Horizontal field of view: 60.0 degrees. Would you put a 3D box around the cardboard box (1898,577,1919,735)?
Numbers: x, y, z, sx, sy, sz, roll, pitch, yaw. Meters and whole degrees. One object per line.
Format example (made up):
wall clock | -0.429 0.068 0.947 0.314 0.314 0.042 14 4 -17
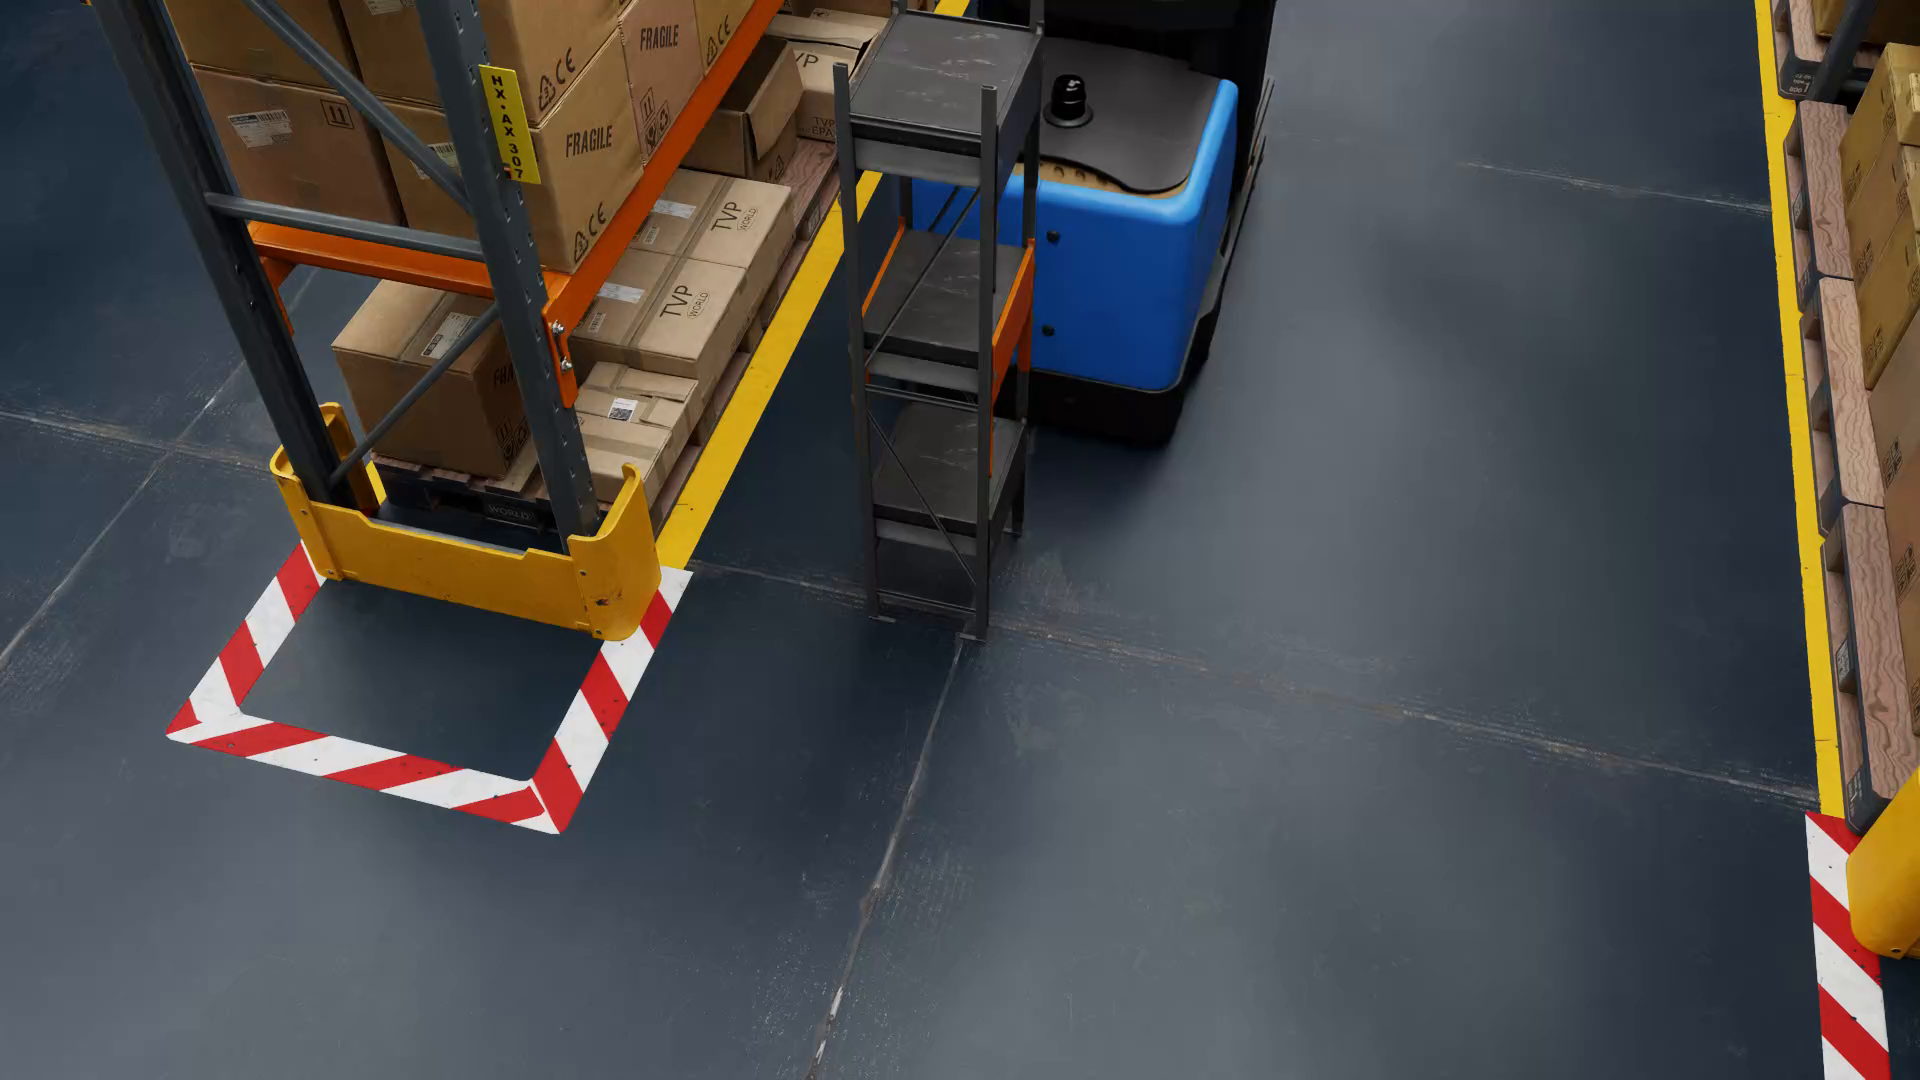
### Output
cardboard box | 3.243 0.305 4.868 0.700 0.500 0.500 12 50 10

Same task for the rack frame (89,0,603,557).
rack frame | -1.625 -0.832 4.484 1.000 3.000 0.127 12 50 10

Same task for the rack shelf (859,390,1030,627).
rack shelf | -0.044 -0.103 5.392 0.431 0.518 0.480 12 50 10

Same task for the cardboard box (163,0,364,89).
cardboard box | -1.773 -1.573 4.404 0.500 0.500 0.500 11 50 10

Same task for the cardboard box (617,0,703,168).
cardboard box | -1.123 -1.509 5.014 0.500 0.500 0.500 11 50 10

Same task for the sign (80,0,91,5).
sign | -2.155 -1.444 4.041 0.100 0.325 0.005 12 50 10

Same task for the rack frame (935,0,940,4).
rack frame | -0.572 -3.726 7.038 1.000 3.000 0.127 12 50 10

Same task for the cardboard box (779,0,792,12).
cardboard box | -0.892 -2.721 7.650 0.500 0.311 0.500 12 50 10

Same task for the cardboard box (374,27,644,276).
cardboard box | -1.254 -1.134 4.684 0.500 0.500 0.500 13 50 11

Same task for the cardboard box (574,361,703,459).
cardboard box | -1.118 -0.456 5.748 0.380 0.166 0.250 12 50 10

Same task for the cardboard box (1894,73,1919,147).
cardboard box | 3.646 -1.545 6.067 0.380 0.149 0.250 13 50 11

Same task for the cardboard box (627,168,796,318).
cardboard box | -0.945 -1.129 6.286 0.500 0.250 0.500 12 50 10

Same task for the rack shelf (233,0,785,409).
rack shelf | -1.099 -2.041 6.031 1.077 0.370 4.000 12 50 10

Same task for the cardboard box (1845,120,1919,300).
cardboard box | 3.776 -1.179 6.177 0.700 0.500 0.500 11 50 10

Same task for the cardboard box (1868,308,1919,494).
cardboard box | 3.506 -0.421 5.508 0.700 0.500 0.500 10 49 9

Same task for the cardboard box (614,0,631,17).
cardboard box | -1.124 -1.845 4.644 0.500 0.500 0.500 12 50 10

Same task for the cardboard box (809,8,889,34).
cardboard box | -0.490 -2.177 7.279 0.380 0.149 0.250 12 50 10

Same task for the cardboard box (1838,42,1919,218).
cardboard box | 3.912 -1.542 6.497 0.700 0.500 0.500 12 50 11

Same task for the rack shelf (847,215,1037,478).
rack shelf | -0.044 -0.566 4.867 0.431 0.518 0.480 12 50 10

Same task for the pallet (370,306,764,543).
pallet | -1.396 -0.541 6.087 1.003 0.211 1.213 12 50 10

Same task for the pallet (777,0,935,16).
pallet | -0.754 -2.306 7.645 1.003 0.211 1.213 12 50 10

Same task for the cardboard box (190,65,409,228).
cardboard box | -1.770 -1.243 4.780 0.500 0.500 0.500 13 50 11

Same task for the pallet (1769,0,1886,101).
pallet | 4.338 -2.401 7.728 1.003 0.211 1.213 12 50 10

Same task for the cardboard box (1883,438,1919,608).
cardboard box | 3.374 -0.057 5.187 0.700 0.500 0.500 11 50 10

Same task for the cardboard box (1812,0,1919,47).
cardboard box | 4.253 -2.674 7.263 0.750 0.750 0.750 12 50 10

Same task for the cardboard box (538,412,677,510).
cardboard box | -1.183 -0.270 5.595 0.380 0.149 0.250 12 50 10

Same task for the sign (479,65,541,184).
sign | -1.102 -1.012 4.065 0.100 0.325 0.005 12 50 10

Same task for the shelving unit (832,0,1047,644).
shelving unit | -0.044 -0.575 4.857 0.431 2.100 0.503 12 50 10

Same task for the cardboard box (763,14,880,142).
cardboard box | -0.646 -1.971 6.989 0.500 0.311 0.500 12 50 10

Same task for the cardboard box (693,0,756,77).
cardboard box | -0.988 -1.871 5.334 0.500 0.500 0.500 11 50 10

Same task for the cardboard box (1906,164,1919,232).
cardboard box | 3.508 -1.167 5.734 0.380 0.149 0.250 10 49 9

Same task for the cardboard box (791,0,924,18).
cardboard box | -0.449 -2.576 7.397 0.500 0.500 0.500 12 50 10

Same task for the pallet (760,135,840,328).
pallet | -1.073 -1.421 6.864 1.003 0.211 1.213 12 50 10

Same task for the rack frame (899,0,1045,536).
rack frame | 0.021 -0.752 5.013 0.400 2.100 0.015 12 50 10

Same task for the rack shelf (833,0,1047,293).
rack shelf | -0.044 -1.029 4.342 0.431 0.518 0.480 12 50 10

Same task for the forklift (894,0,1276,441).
forklift | 0.671 -2.456 5.963 1.130 2.935 3.031 12 50 11

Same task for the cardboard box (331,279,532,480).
cardboard box | -1.720 -0.593 5.646 0.500 0.500 0.500 12 50 10

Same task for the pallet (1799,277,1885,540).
pallet | 3.613 -0.408 5.970 1.003 0.211 1.213 12 50 10

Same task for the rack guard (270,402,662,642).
rack guard | -1.605 -0.060 5.470 1.175 0.500 0.348 12 50 10

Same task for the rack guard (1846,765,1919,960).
rack guard | 3.148 0.987 4.546 1.175 0.500 0.348 12 50 10

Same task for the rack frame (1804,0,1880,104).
rack frame | 4.208 -2.751 6.177 1.000 3.000 0.127 12 50 10

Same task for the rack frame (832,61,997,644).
rack frame | -0.108 -0.399 4.701 0.400 2.100 0.015 12 50 10

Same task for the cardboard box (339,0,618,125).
cardboard box | -1.254 -1.465 4.309 0.500 0.500 0.500 13 50 11

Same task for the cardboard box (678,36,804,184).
cardboard box | -1.062 -1.685 6.608 0.797 0.503 0.637 12 50 10

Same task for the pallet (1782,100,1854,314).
pallet | 3.932 -1.294 6.751 1.003 0.211 1.213 12 50 10

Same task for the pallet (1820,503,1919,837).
pallet | 3.290 0.471 5.193 1.003 0.211 1.213 12 50 10

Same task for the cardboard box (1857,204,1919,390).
cardboard box | 3.639 -0.808 5.850 0.700 0.500 0.500 13 50 11

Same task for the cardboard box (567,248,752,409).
cardboard box | -1.077 -0.767 5.967 0.500 0.250 0.500 12 50 10
